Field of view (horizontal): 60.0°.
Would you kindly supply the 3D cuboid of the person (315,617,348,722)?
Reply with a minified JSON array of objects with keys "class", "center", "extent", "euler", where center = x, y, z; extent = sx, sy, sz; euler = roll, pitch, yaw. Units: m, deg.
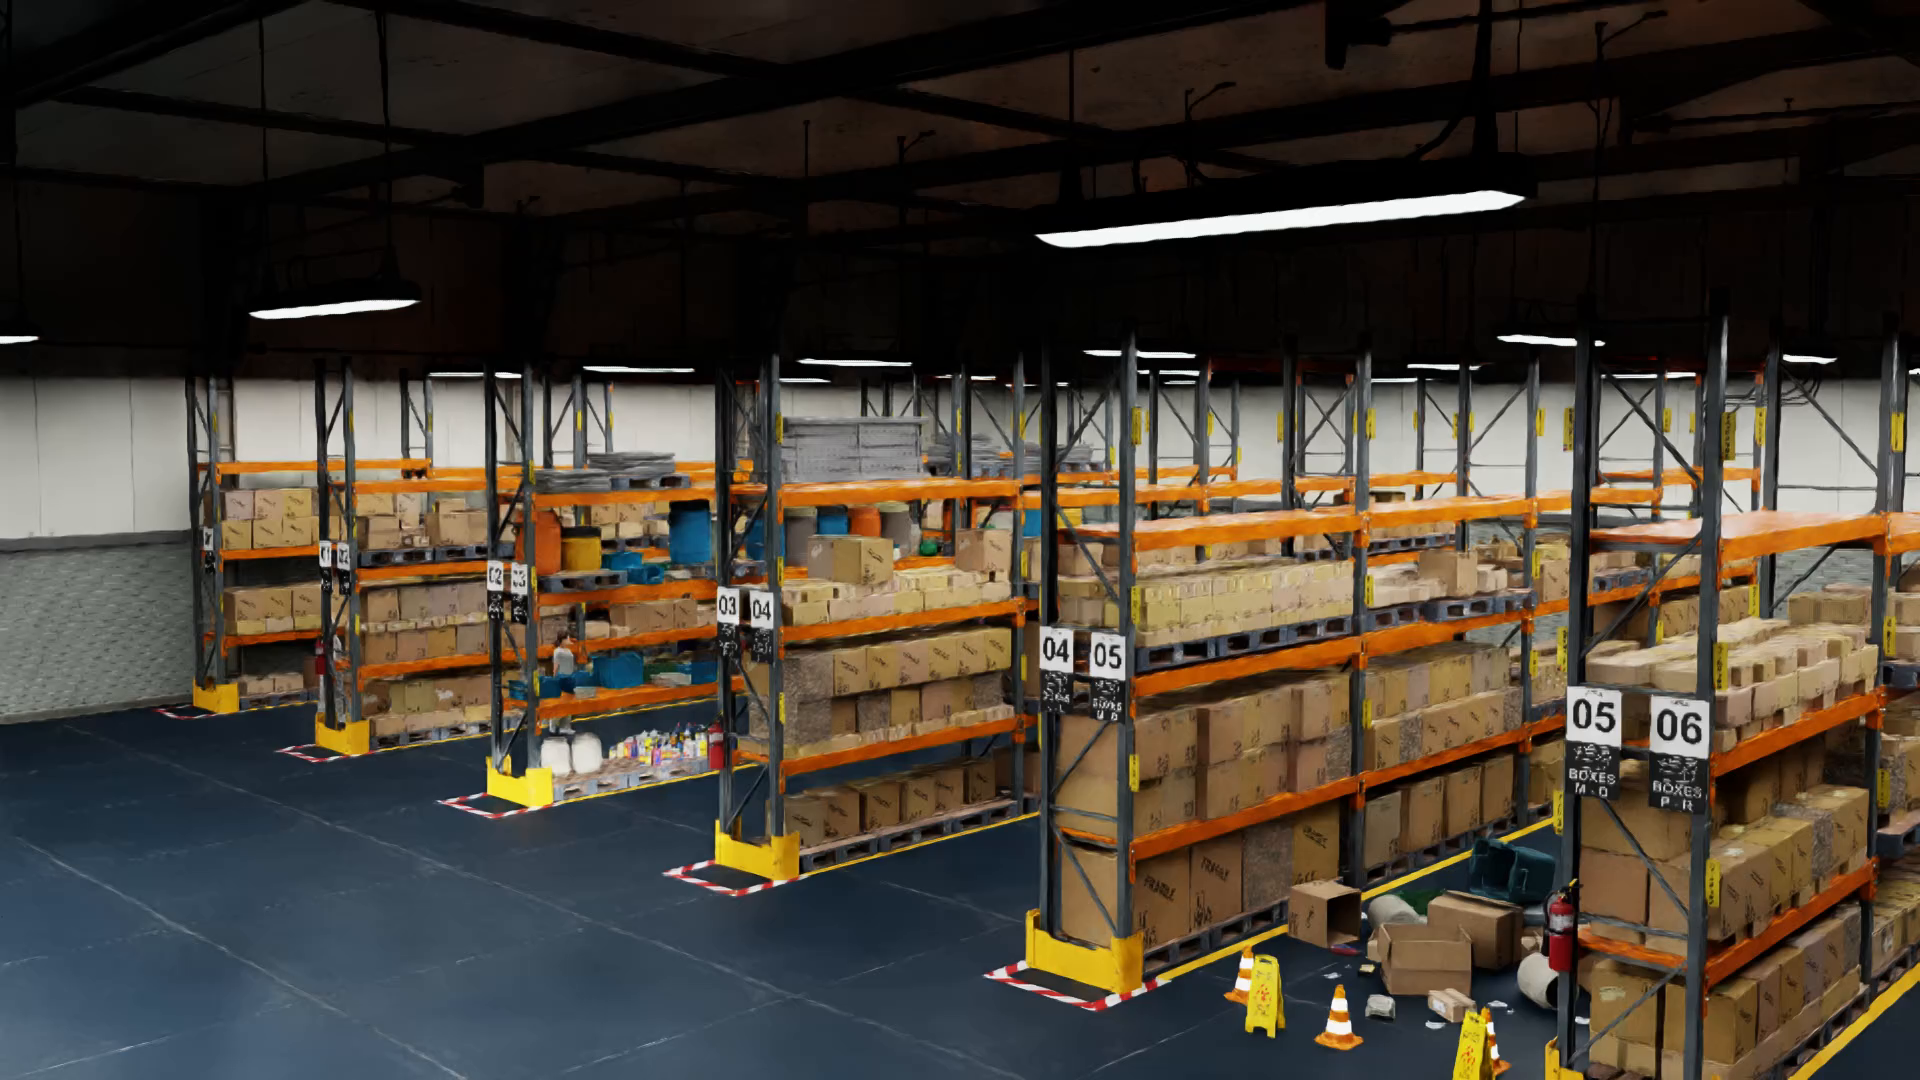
[{"class":"person","center":[-10.327,2.160,27.394],"extent":[0.450,1.784,0.620],"euler":[1,4,13]}]

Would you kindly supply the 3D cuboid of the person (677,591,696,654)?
[{"class":"person","center":[-5.352,1.859,32.772],"extent":[0.445,1.581,0.580],"euler":[1,5,14]}]

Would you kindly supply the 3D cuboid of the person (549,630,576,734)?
[{"class":"person","center":[-6.384,2.287,26.689],"extent":[0.435,1.671,0.492],"euler":[1,5,18]}]
